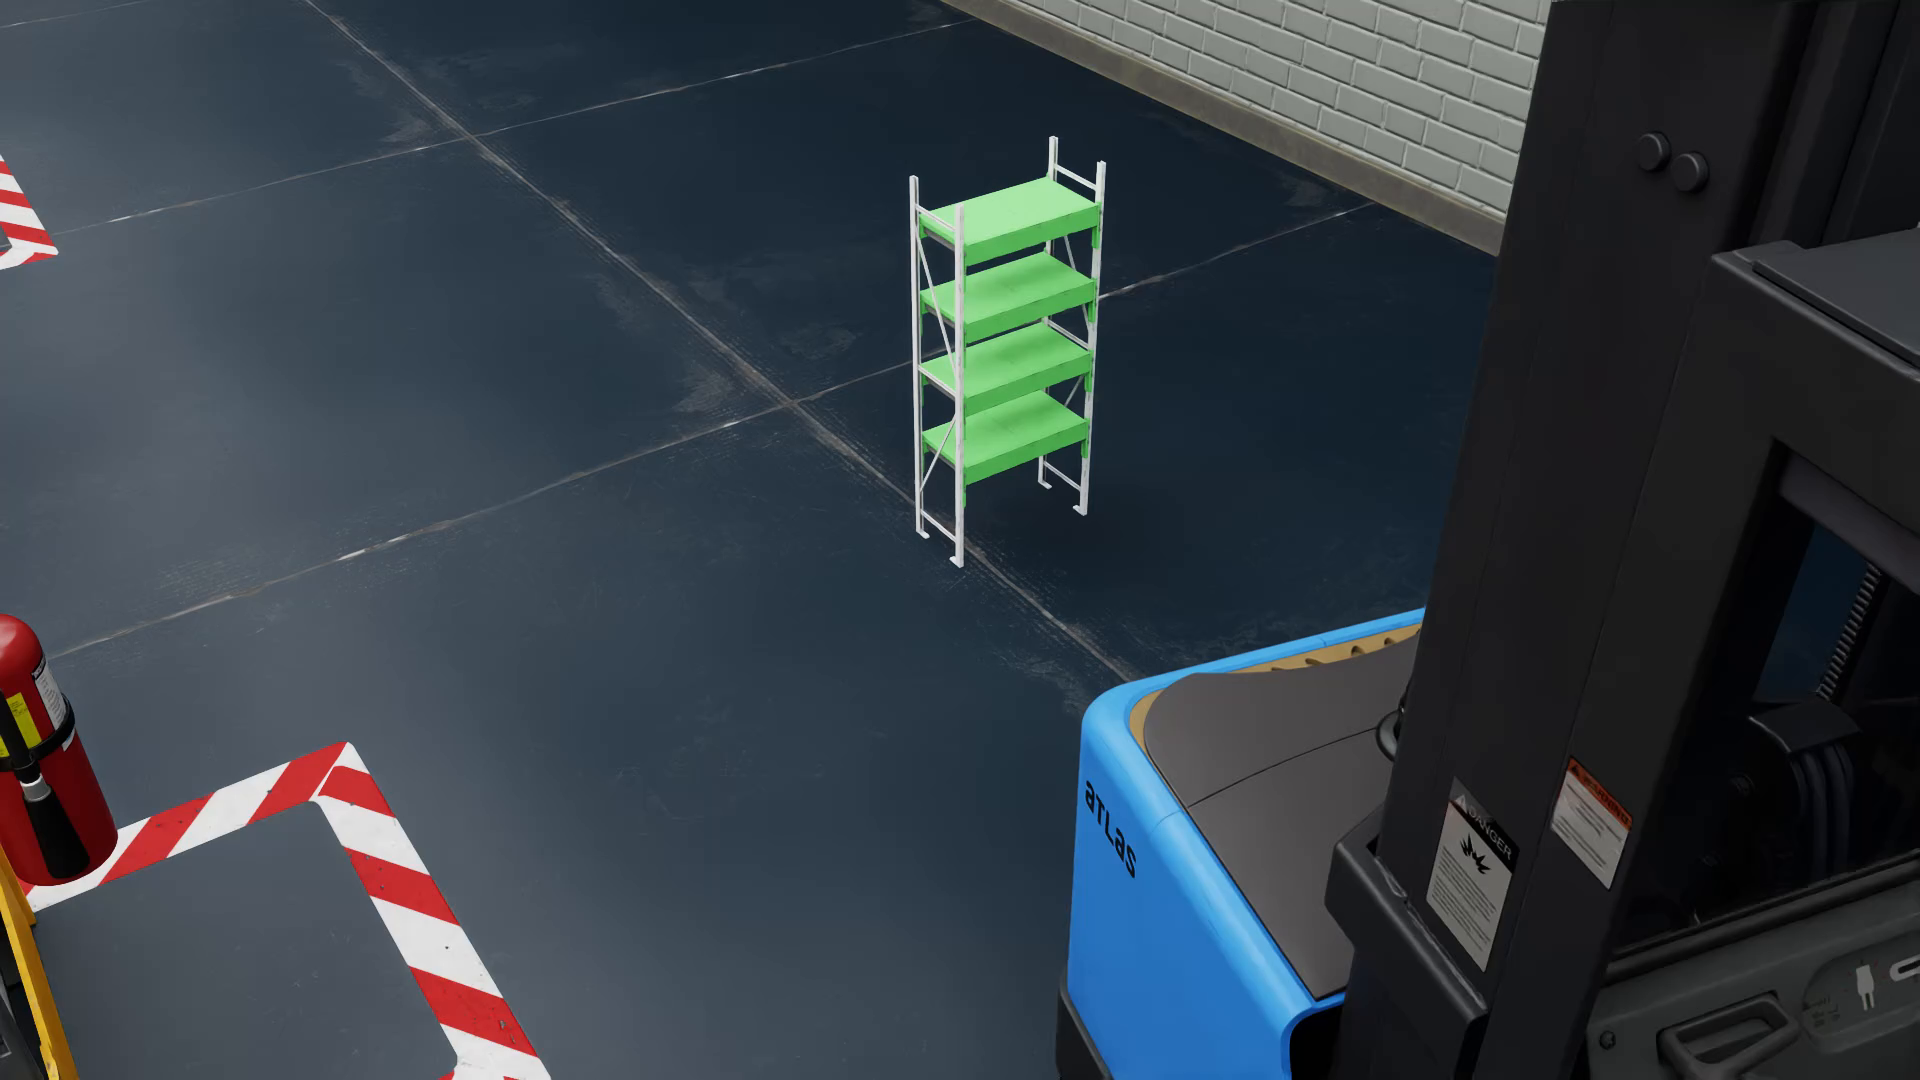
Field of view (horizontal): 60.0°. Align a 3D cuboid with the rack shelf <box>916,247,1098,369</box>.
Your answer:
[{"bbox_3d":[0.135,-0.686,4.874,0.480,0.148,0.258,-22,41,-28],"label":"rack shelf"}]

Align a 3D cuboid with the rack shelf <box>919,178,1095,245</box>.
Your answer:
[{"bbox_3d":[0.135,-0.924,4.703,0.457,0.021,0.221,-22,41,-28],"label":"rack shelf"}]

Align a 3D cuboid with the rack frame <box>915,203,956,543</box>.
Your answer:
[{"bbox_3d":[-0.064,-0.460,4.862,0.006,1.046,0.228,-22,41,-28],"label":"rack frame"}]

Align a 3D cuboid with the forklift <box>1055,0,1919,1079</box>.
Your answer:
[{"bbox_3d":[1.199,0.666,1.814,1.130,2.935,3.031,-12,38,-17],"label":"forklift"}]

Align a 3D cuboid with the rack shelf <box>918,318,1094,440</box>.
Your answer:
[{"bbox_3d":[0.135,-0.491,5.014,0.480,0.148,0.258,-22,41,-28],"label":"rack shelf"}]

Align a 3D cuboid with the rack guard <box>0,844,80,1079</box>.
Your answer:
[{"bbox_3d":[-2.085,0.991,3.444,0.348,0.500,1.175,-22,41,-28],"label":"rack guard"}]

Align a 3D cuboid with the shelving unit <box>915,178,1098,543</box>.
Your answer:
[{"bbox_3d":[0.132,-0.542,4.975,0.487,1.046,0.258,-22,41,-28],"label":"shelving unit"}]
